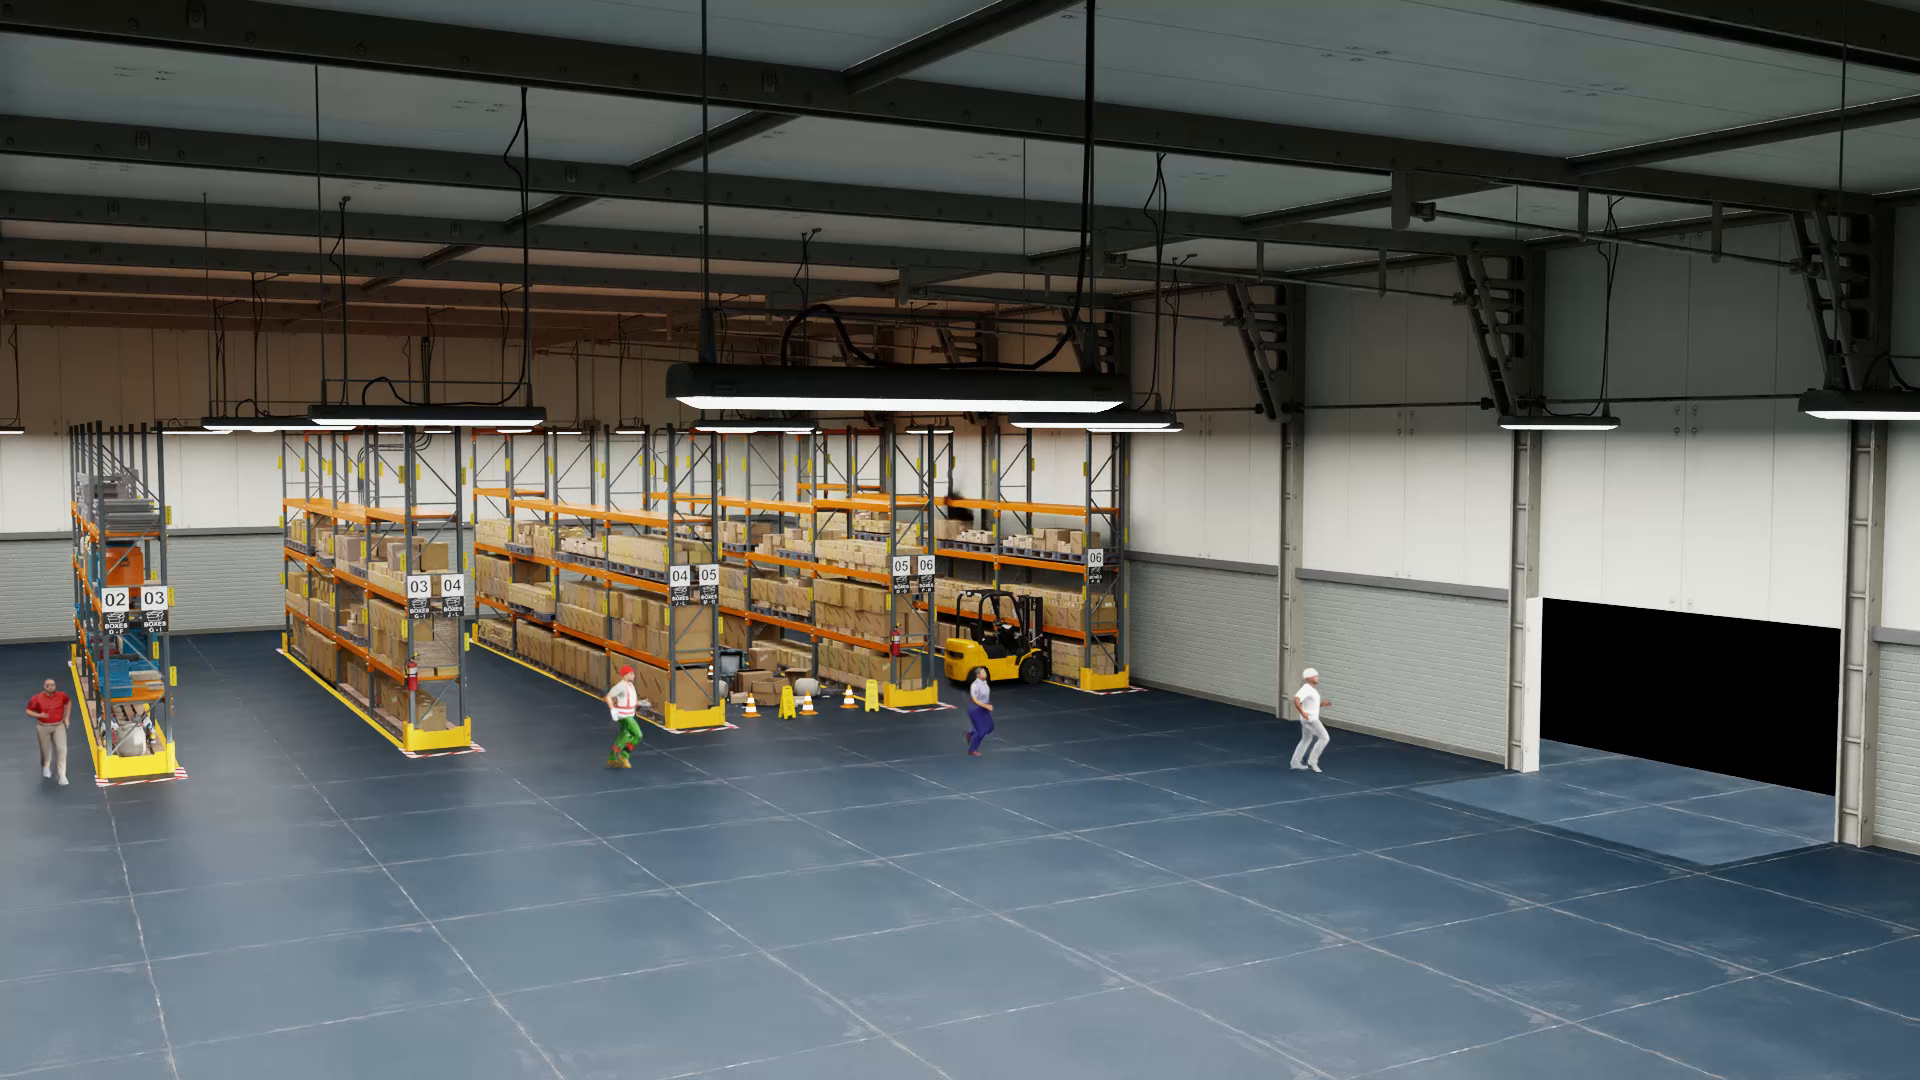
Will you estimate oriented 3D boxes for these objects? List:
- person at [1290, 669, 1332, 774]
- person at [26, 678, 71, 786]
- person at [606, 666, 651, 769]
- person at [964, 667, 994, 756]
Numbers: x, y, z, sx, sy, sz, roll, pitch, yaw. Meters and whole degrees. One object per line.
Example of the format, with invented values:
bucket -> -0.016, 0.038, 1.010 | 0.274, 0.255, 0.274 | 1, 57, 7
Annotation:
person -> 6.002, 3.085, 28.406 | 0.692, 1.785, 0.685 | 0, 4, 6
person -> -15.109, 3.164, 27.614 | 0.690, 1.759, 0.943 | -3, 4, -36
person -> -5.735, 3.057, 28.686 | 0.785, 1.777, 0.649 | 0, 4, 6
person -> 0.360, 3.081, 29.944 | 0.596, 1.608, 0.624 | 1, 4, 21
